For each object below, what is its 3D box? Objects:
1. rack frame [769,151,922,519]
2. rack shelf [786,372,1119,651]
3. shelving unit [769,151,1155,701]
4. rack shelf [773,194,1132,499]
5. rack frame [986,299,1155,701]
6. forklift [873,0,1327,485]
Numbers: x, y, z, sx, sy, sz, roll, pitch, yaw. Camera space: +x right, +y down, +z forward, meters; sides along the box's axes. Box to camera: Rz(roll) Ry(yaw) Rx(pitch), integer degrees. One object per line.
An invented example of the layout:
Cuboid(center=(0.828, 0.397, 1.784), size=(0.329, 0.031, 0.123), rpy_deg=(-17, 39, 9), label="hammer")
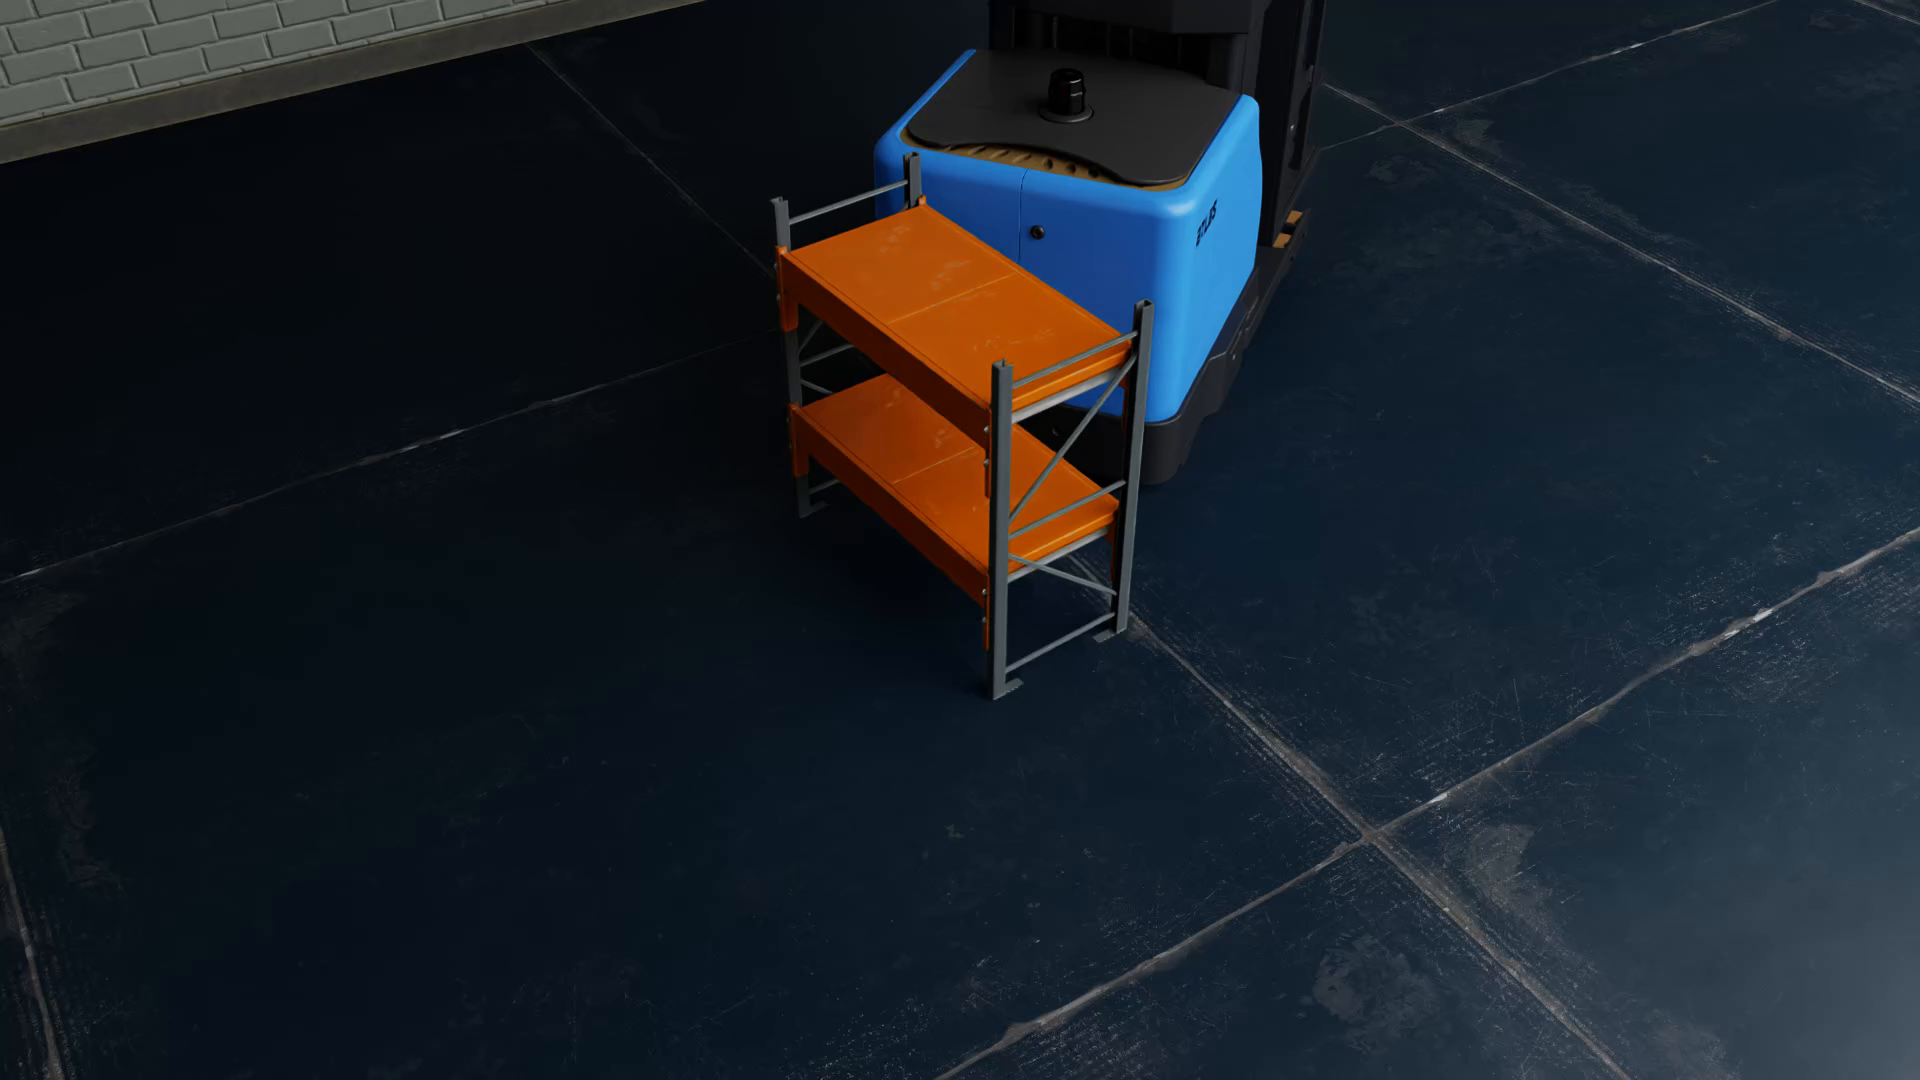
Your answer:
Cuboid(center=(-0.323, -0.601, 5.093), size=(0.500, 1.125, 0.032), rpy_deg=(-26, 46, -27), label="rack frame")
Cuboid(center=(-0.019, -0.152, 4.936), size=(0.538, 0.278, 1.000), rpy_deg=(-26, 46, -27), label="rack shelf")
Cuboid(center=(-0.019, -0.340, 4.780), size=(0.538, 1.125, 1.048), rpy_deg=(-26, 46, -27), label="shelving unit")
Cuboid(center=(-0.019, -0.565, 4.592), size=(0.538, 0.278, 1.000), rpy_deg=(-26, 46, -27), label="rack shelf")
Cuboid(center=(0.285, -0.079, 4.466), size=(0.500, 1.125, 0.032), rpy_deg=(-26, 46, -27), label="rack frame")
Cuboid(center=(0.745, -2.249, 5.659), size=(1.130, 2.935, 3.031), rpy_deg=(15, 42, 17), label="forklift")
